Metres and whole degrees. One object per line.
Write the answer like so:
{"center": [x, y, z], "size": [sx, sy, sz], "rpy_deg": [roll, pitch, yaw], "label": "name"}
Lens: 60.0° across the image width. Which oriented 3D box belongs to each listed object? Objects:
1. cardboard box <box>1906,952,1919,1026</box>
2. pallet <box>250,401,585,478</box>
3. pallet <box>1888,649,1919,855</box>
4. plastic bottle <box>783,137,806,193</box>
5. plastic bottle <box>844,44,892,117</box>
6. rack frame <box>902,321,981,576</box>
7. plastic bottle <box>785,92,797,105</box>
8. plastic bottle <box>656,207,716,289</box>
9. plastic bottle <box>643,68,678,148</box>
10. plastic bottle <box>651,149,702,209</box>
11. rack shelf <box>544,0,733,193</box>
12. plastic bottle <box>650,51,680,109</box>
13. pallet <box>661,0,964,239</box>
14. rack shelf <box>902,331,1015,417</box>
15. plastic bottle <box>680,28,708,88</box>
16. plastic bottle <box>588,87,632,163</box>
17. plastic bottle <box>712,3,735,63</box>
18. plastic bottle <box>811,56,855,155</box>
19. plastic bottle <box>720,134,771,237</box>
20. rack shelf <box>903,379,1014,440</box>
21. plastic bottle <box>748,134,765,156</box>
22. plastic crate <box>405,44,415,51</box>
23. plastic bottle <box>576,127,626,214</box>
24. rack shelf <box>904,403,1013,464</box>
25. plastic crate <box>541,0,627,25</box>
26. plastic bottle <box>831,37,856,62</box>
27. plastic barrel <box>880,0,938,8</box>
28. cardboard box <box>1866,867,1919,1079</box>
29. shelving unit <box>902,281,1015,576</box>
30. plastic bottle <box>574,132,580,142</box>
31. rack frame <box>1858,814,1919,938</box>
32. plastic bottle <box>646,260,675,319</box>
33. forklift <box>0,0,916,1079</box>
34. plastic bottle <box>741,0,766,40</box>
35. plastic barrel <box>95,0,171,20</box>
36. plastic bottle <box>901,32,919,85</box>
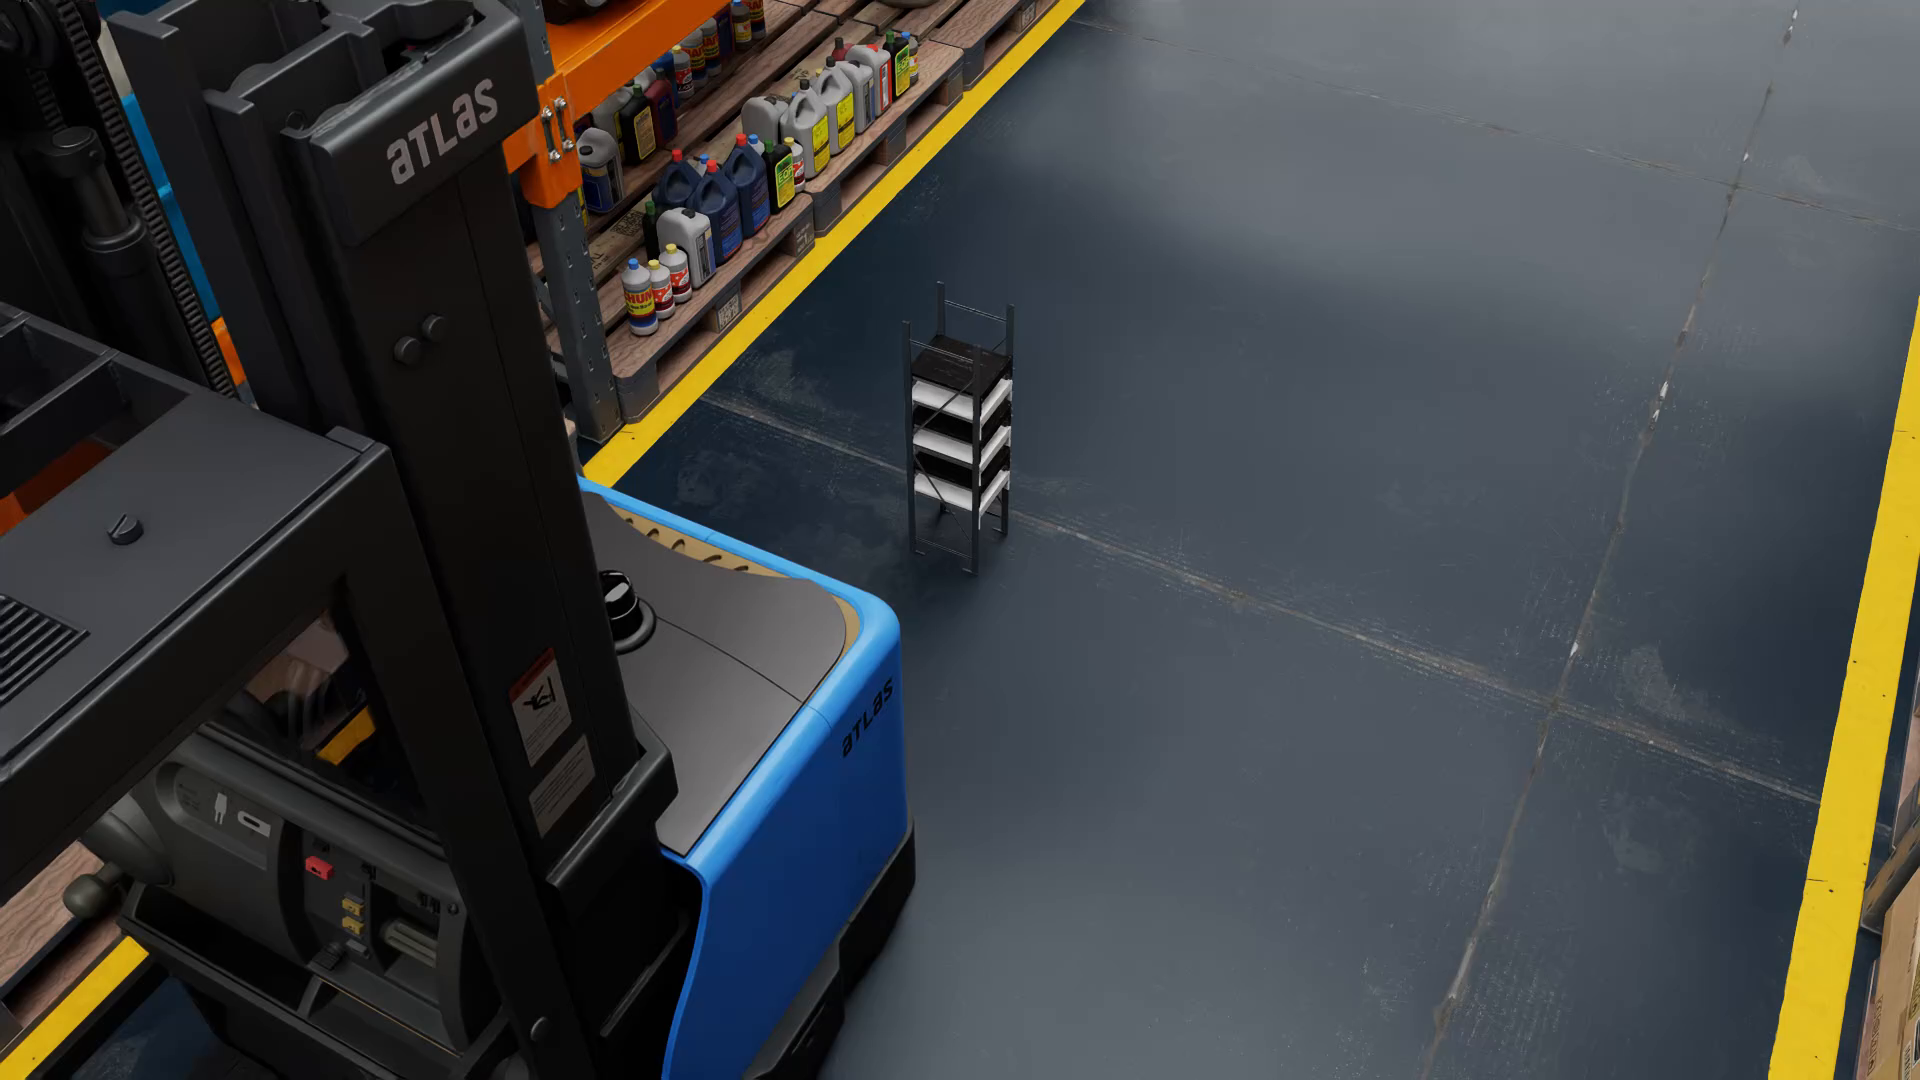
{"center": [2.362, 0.869, 3.526], "size": [0.500, 0.311, 0.500], "rpy_deg": [21, 49, 19], "label": "cardboard box"}
{"center": [-1.941, -0.081, 5.182], "size": [1.003, 0.211, 1.213], "rpy_deg": [20, 49, 19], "label": "pallet"}
{"center": [3.181, 0.562, 4.546], "size": [1.003, 0.211, 1.213], "rpy_deg": [20, 49, 19], "label": "pallet"}
{"center": [-0.629, -1.401, 6.184], "size": [0.097, 0.201, 0.097], "rpy_deg": [0, 45, 0], "label": "plastic bottle"}
{"center": [-0.359, -1.835, 6.560], "size": [0.152, 0.276, 0.135], "rpy_deg": [21, 49, 19], "label": "plastic bottle"}
{"center": [-0.051, -0.247, 4.862], "size": [0.240, 0.900, 0.006], "rpy_deg": [20, 49, 19], "label": "rack frame"}
{"center": [-0.624, -1.628, 6.408], "size": [0.097, 0.201, 0.097], "rpy_deg": [0, 45, 0], "label": "plastic bottle"}
{"center": [-0.949, -1.035, 5.770], "size": [0.152, 0.276, 0.135], "rpy_deg": [22, 49, 20], "label": "plastic bottle"}
{"center": [-1.155, -1.660, 6.383], "size": [0.061, 0.283, 0.133], "rpy_deg": [20, 49, 19], "label": "plastic bottle"}
{"center": [-0.996, -1.212, 5.892], "size": [0.144, 0.351, 0.185], "rpy_deg": [20, 49, 19], "label": "plastic bottle"}
{"center": [-0.682, -2.576, 6.193], "size": [1.077, 0.370, 4.000], "rpy_deg": [20, 49, 19], "label": "rack shelf"}
{"center": [-1.171, -1.839, 6.567], "size": [0.097, 0.271, 0.097], "rpy_deg": [0, 45, 0], "label": "plastic bottle"}
{"center": [-0.697, -1.770, 6.851], "size": [1.003, 0.211, 1.213], "rpy_deg": [20, 49, 19], "label": "pallet"}
{"center": [-0.004, -0.478, 4.757], "size": [0.258, 0.077, 0.200], "rpy_deg": [20, 49, 19], "label": "rack shelf"}
{"center": [-1.077, -1.966, 6.693], "size": [0.097, 0.271, 0.097], "rpy_deg": [0, 45, 0], "label": "plastic bottle"}
{"center": [-1.328, -1.618, 6.293], "size": [0.144, 0.351, 0.185], "rpy_deg": [20, 49, 19], "label": "plastic bottle"}
{"center": [-0.993, -2.113, 6.830], "size": [0.061, 0.283, 0.133], "rpy_deg": [21, 49, 20], "label": "plastic bottle"}
{"center": [-0.497, -1.668, 6.343], "size": [0.144, 0.351, 0.185], "rpy_deg": [22, 49, 21], "label": "plastic bottle"}
{"center": [-0.781, -1.283, 5.962], "size": [0.144, 0.351, 0.185], "rpy_deg": [19, 48, 17], "label": "plastic bottle"}
{"center": [-0.004, -0.414, 4.821], "size": [0.258, 0.077, 0.200], "rpy_deg": [20, 49, 19], "label": "rack shelf"}
{"center": [-0.746, -1.360, 6.094], "size": [0.097, 0.271, 0.097], "rpy_deg": [0, 45, 0], "label": "plastic bottle"}
{"center": [-1.565, -1.186, 4.268], "size": [0.402, 0.464, 0.583], "rpy_deg": [20, 49, 19], "label": "plastic crate"}
{"center": [-1.335, -1.355, 6.086], "size": [0.152, 0.276, 0.135], "rpy_deg": [20, 49, 19], "label": "plastic bottle"}
{"center": [-0.004, -0.351, 4.885], "size": [0.258, 0.077, 0.200], "rpy_deg": [20, 49, 19], "label": "rack shelf"}
{"center": [-1.255, -1.835, 4.998], "size": [0.767, 0.338, 0.504], "rpy_deg": [20, 49, 19], "label": "plastic crate"}
{"center": [-0.454, -1.872, 6.592], "size": [0.061, 0.283, 0.133], "rpy_deg": [20, 49, 19], "label": "plastic bottle"}
{"center": [-0.224, -2.607, 7.171], "size": [0.421, 0.512, 0.421], "rpy_deg": [0, 45, 0], "label": "plastic barrel"}
{"center": [2.368, 1.060, 3.732], "size": [0.500, 0.250, 0.500], "rpy_deg": [19, 48, 18], "label": "cardboard box"}
{"center": [-0.004, -0.311, 4.925], "size": [0.258, 0.900, 0.210], "rpy_deg": [20, 49, 19], "label": "shelving unit"}
{"center": [-1.478, -1.414, 6.092], "size": [0.144, 0.351, 0.185], "rpy_deg": [18, 48, 17], "label": "plastic bottle"}
{"center": [2.775, 0.069, 3.073], "size": [1.000, 3.000, 0.127], "rpy_deg": [20, 49, 19], "label": "rack frame"}
{"center": [-1.027, -0.860, 5.649], "size": [0.097, 0.201, 0.097], "rpy_deg": [0, 45, 0], "label": "plastic bottle"}
{"center": [-1.258, 0.626, 2.570], "size": [1.130, 2.935, 3.031], "rpy_deg": [21, 49, 20], "label": "forklift"}
{"center": [-0.872, -2.245, 6.969], "size": [0.097, 0.271, 0.097], "rpy_deg": [0, 45, 0], "label": "plastic bottle"}
{"center": [-2.058, -1.602, 4.372], "size": [0.600, 0.901, 0.708], "rpy_deg": [20, 49, 19], "label": "plastic barrel"}
{"center": [-0.218, -1.958, 6.735], "size": [0.097, 0.201, 0.097], "rpy_deg": [0, 45, 0], "label": "plastic bottle"}
